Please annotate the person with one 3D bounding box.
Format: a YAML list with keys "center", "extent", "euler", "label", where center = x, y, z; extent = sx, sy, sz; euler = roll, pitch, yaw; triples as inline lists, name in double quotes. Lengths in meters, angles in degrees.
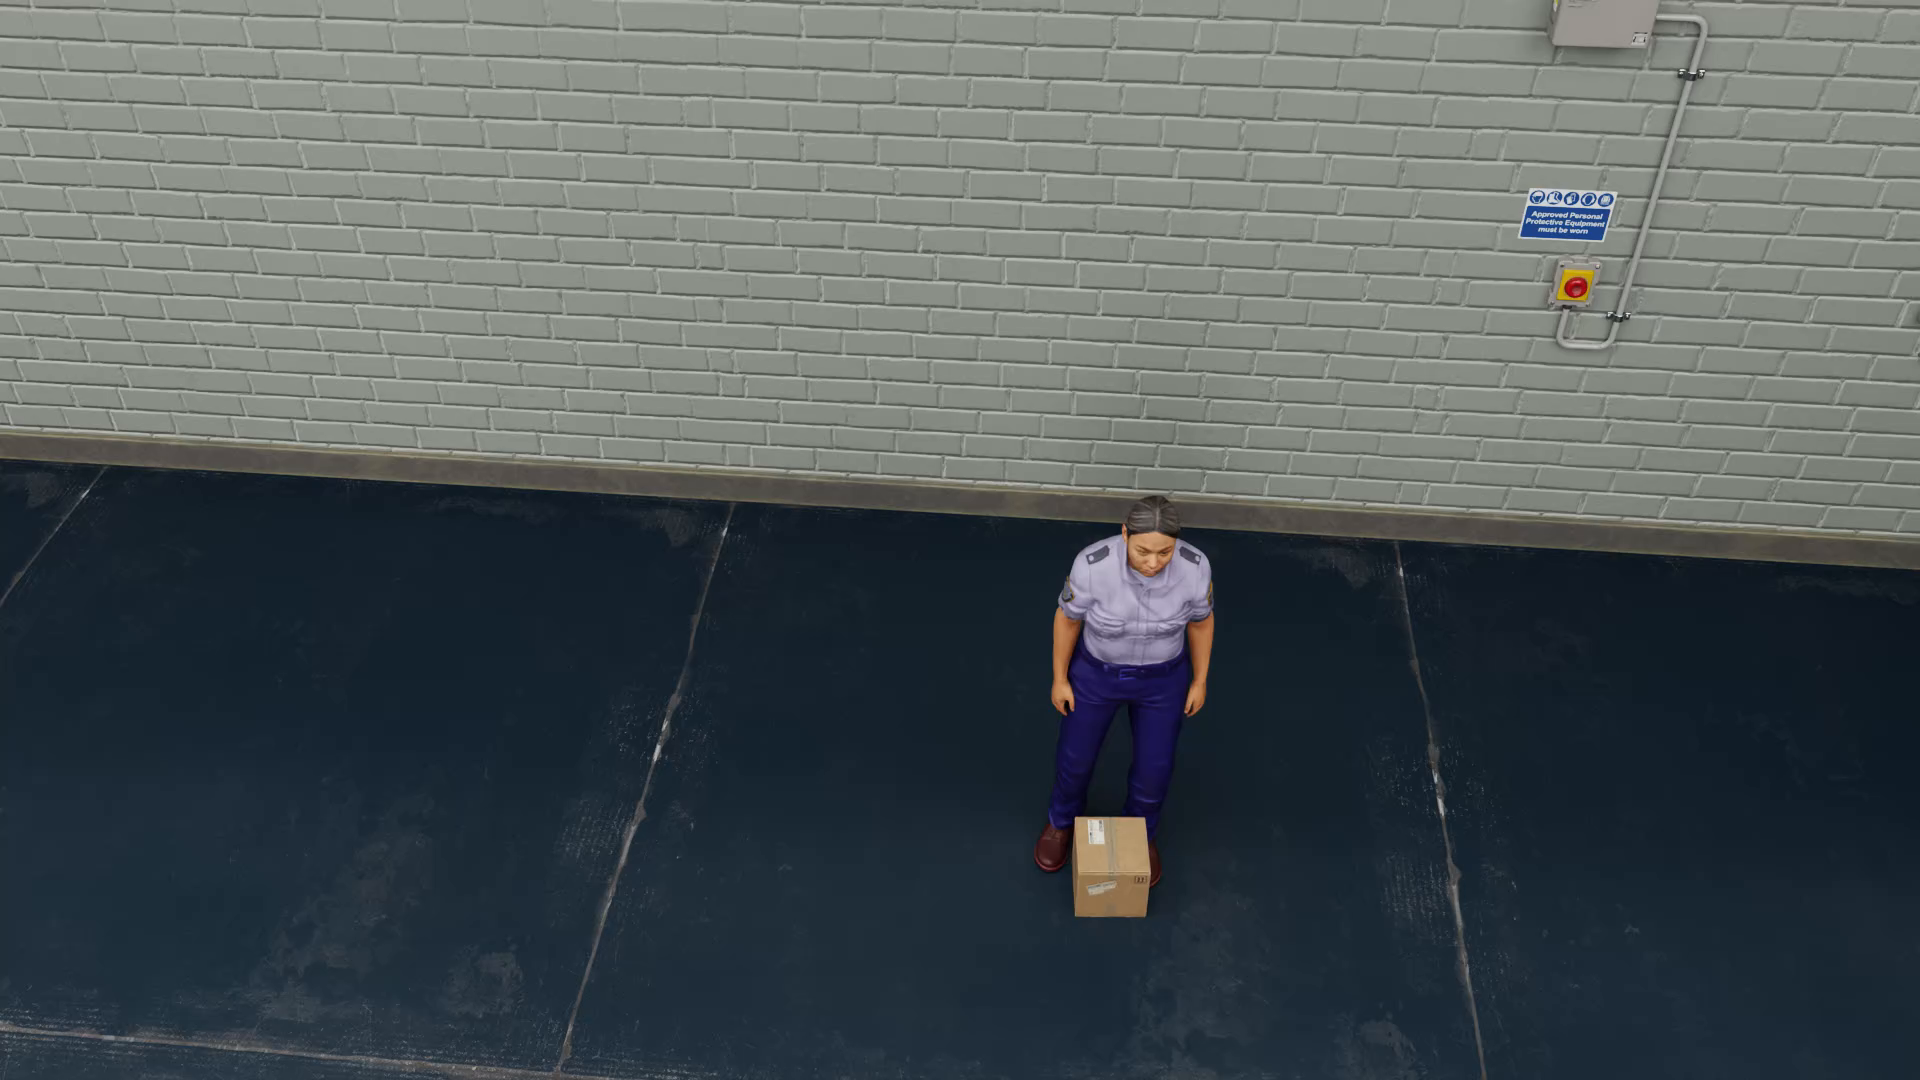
- center: [0.555, 0.488, 5.587]
  extent: [0.564, 1.652, 0.423]
  euler: [1, 40, 1]
  label: "person"
